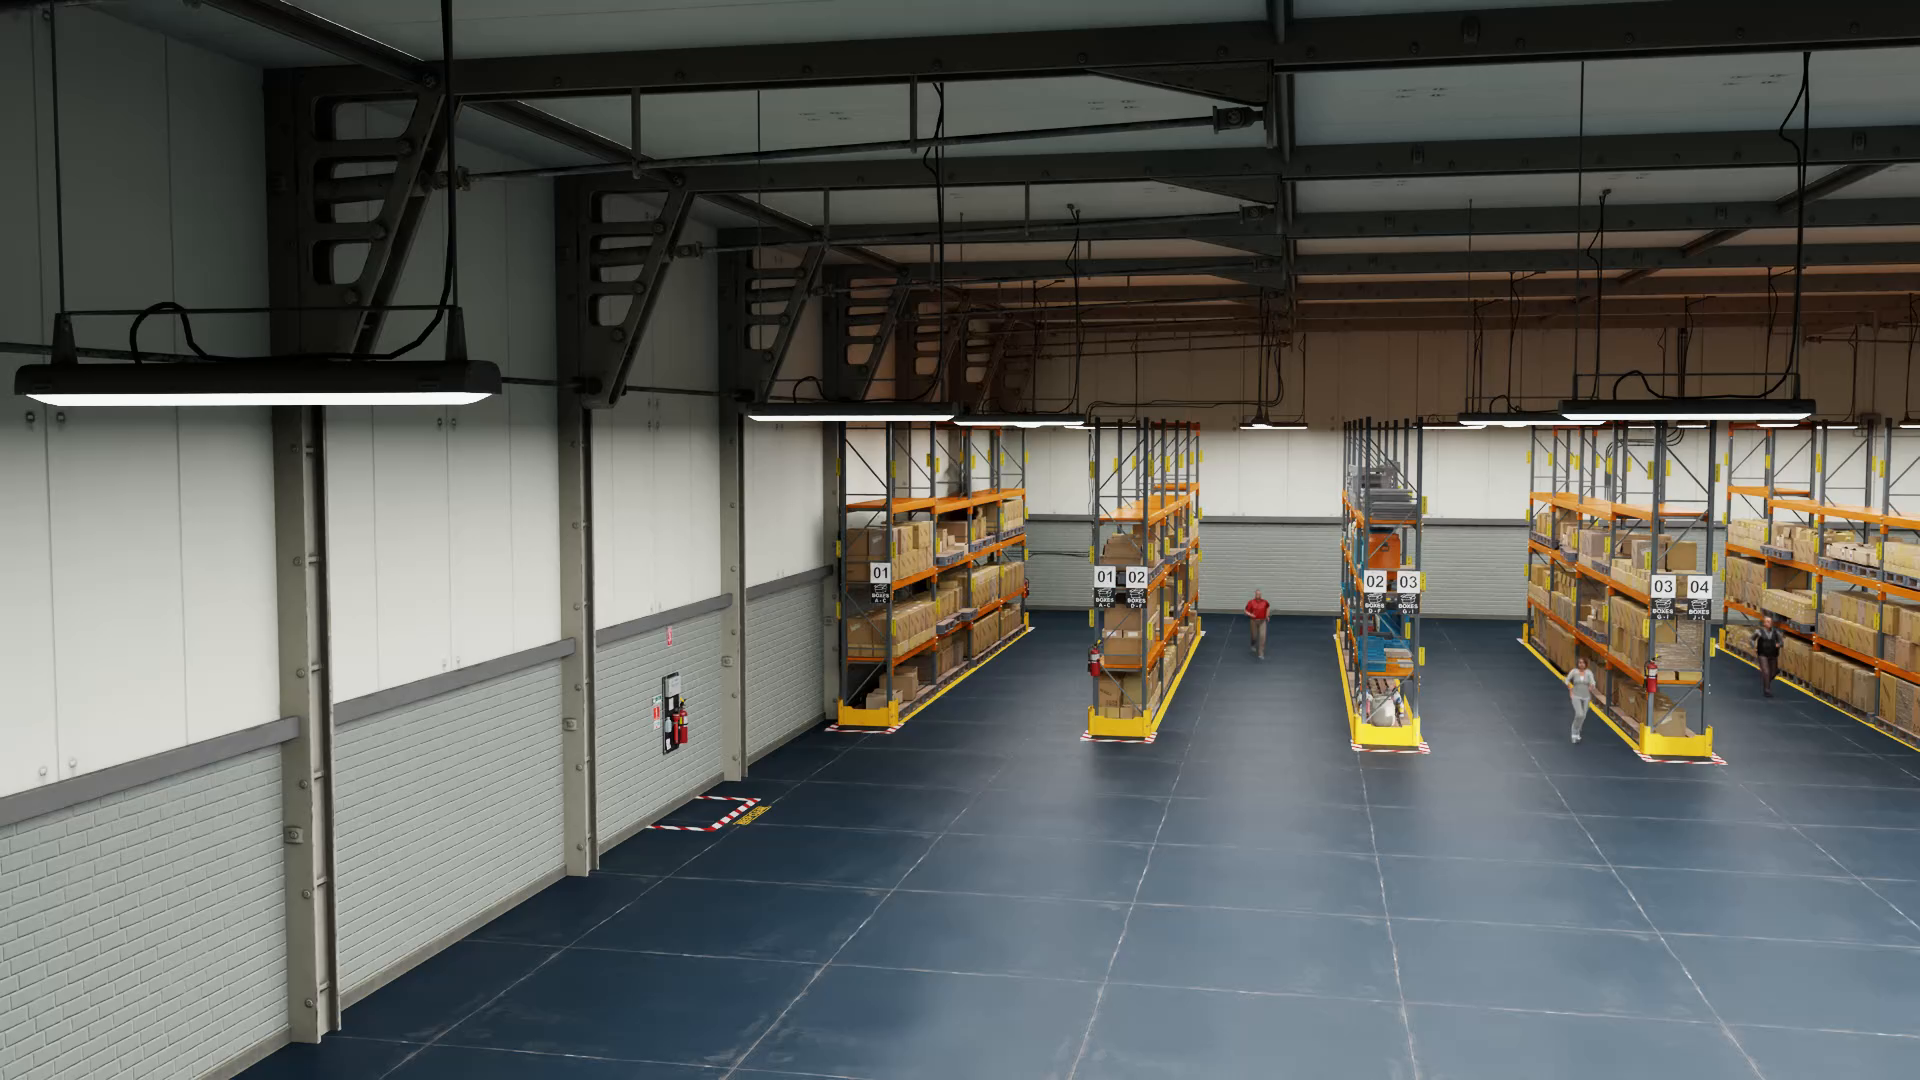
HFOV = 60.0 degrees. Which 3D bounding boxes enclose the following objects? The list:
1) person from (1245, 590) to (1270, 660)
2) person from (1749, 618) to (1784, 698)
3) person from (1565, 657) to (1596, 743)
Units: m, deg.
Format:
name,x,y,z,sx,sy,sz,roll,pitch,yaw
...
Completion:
name,x,y,z,sx,sy,sz,roll,pitch,yaw
person,7.567,2.138,42.223,0.664,1.725,0.951,0,4,0
person,17.454,2.528,35.955,0.666,1.699,0.921,1,4,9
person,11.444,2.944,30.629,0.510,1.591,0.646,0,4,7
